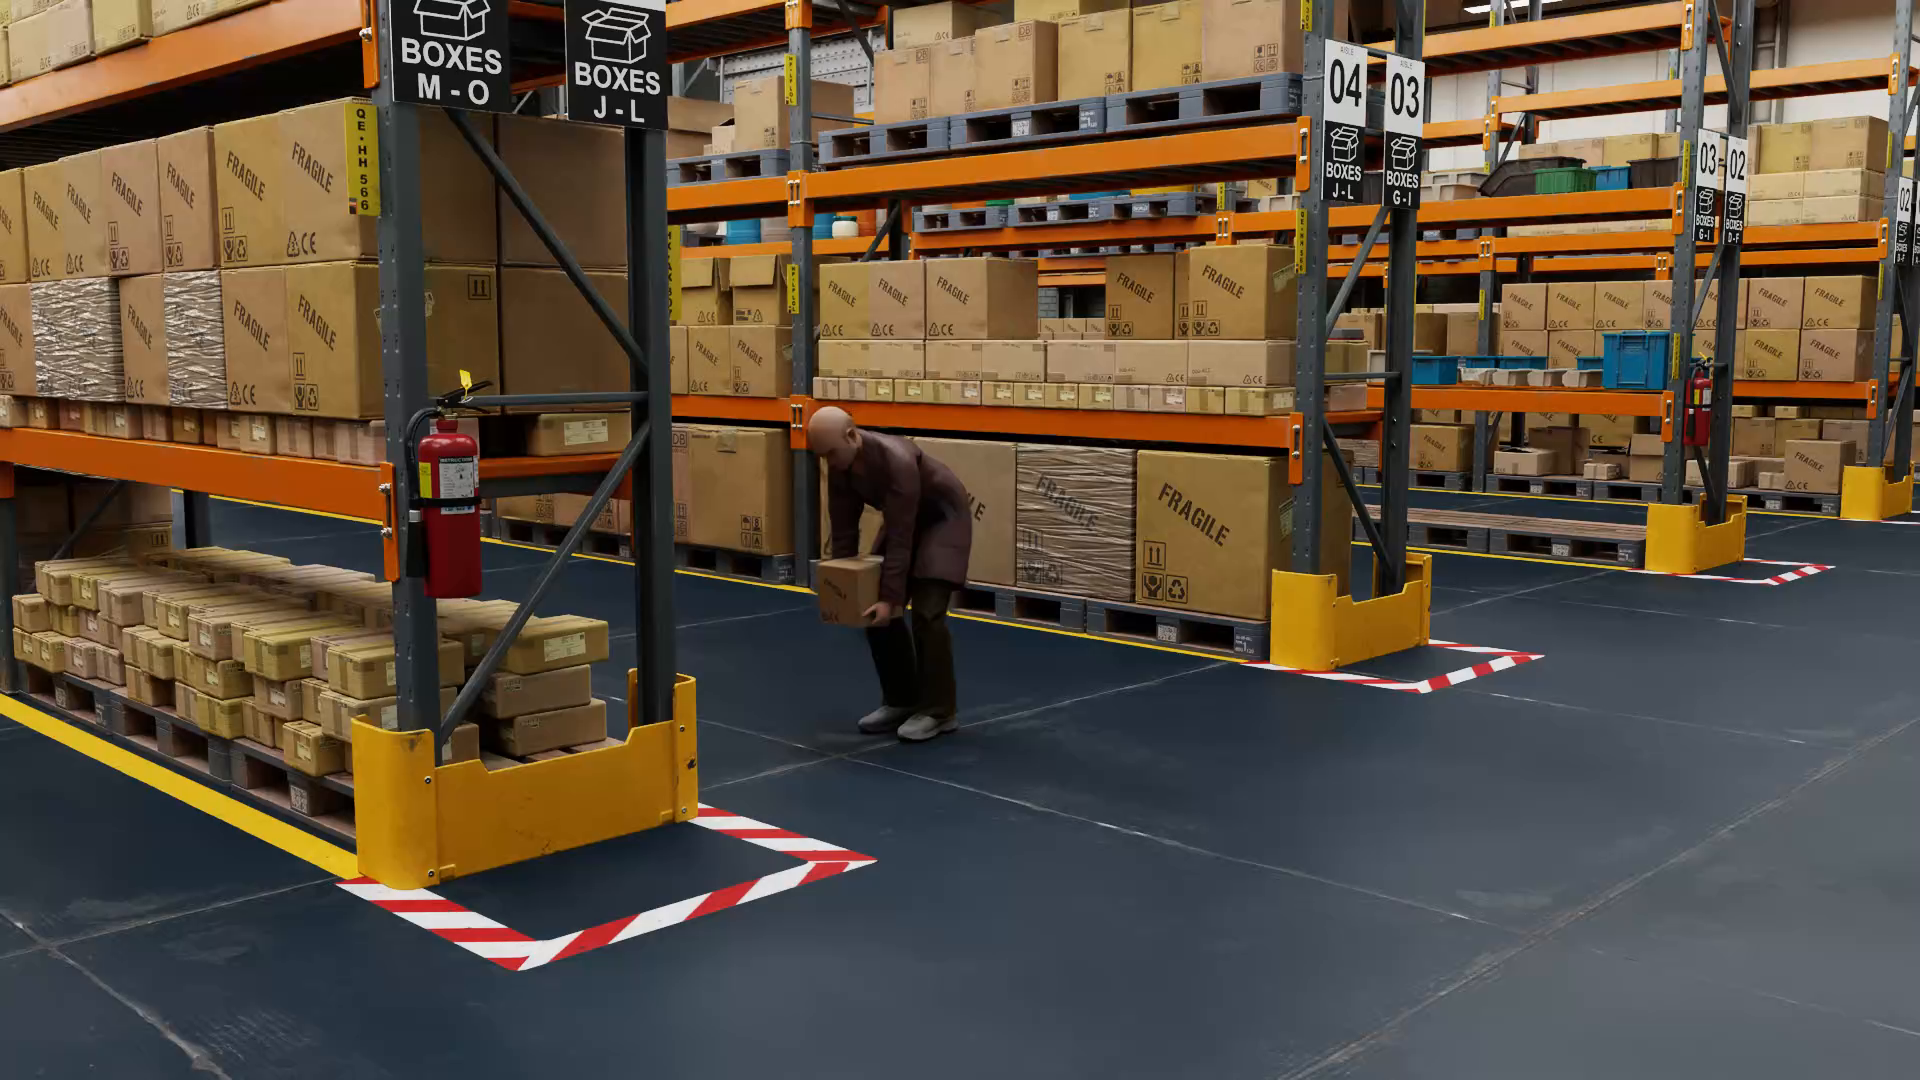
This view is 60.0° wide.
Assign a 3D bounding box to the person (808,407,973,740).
[{"bbox_3d":[-0.316,0.141,7.091,0.541,1.435,0.859,6,9,42],"label":"person"}]
